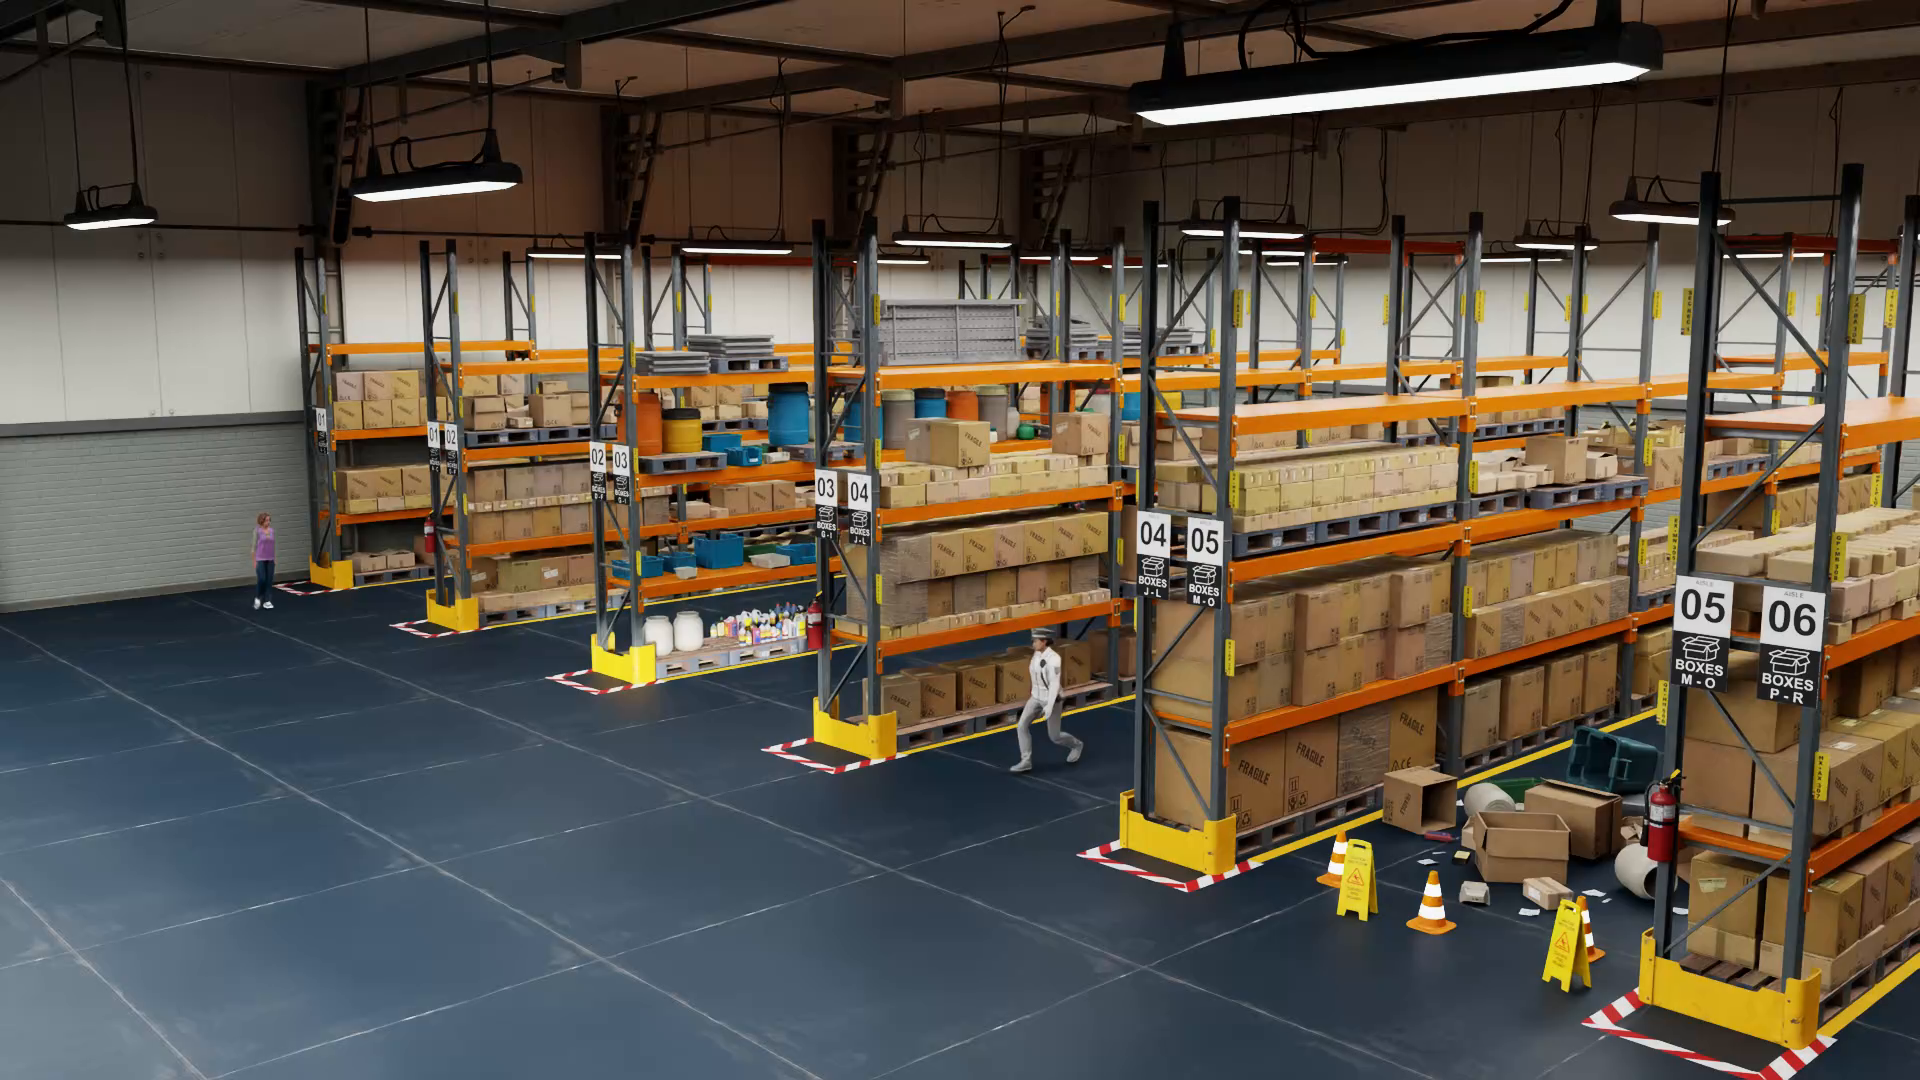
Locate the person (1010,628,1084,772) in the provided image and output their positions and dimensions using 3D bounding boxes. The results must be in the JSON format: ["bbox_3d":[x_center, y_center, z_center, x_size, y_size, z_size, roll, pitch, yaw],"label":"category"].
[{"bbox_3d":[0.935,1.731,18.255,0.961,1.534,0.474,-7,11,-38],"label":"person"}]

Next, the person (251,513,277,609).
[{"bbox_3d":[-11.479,0.345,27.447,0.390,1.595,0.447,6,10,36],"label":"person"}]

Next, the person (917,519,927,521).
[{"bbox_3d":[-0.731,-0.089,28.552,0.588,1.746,0.594,-3,9,-20],"label":"person"}]
